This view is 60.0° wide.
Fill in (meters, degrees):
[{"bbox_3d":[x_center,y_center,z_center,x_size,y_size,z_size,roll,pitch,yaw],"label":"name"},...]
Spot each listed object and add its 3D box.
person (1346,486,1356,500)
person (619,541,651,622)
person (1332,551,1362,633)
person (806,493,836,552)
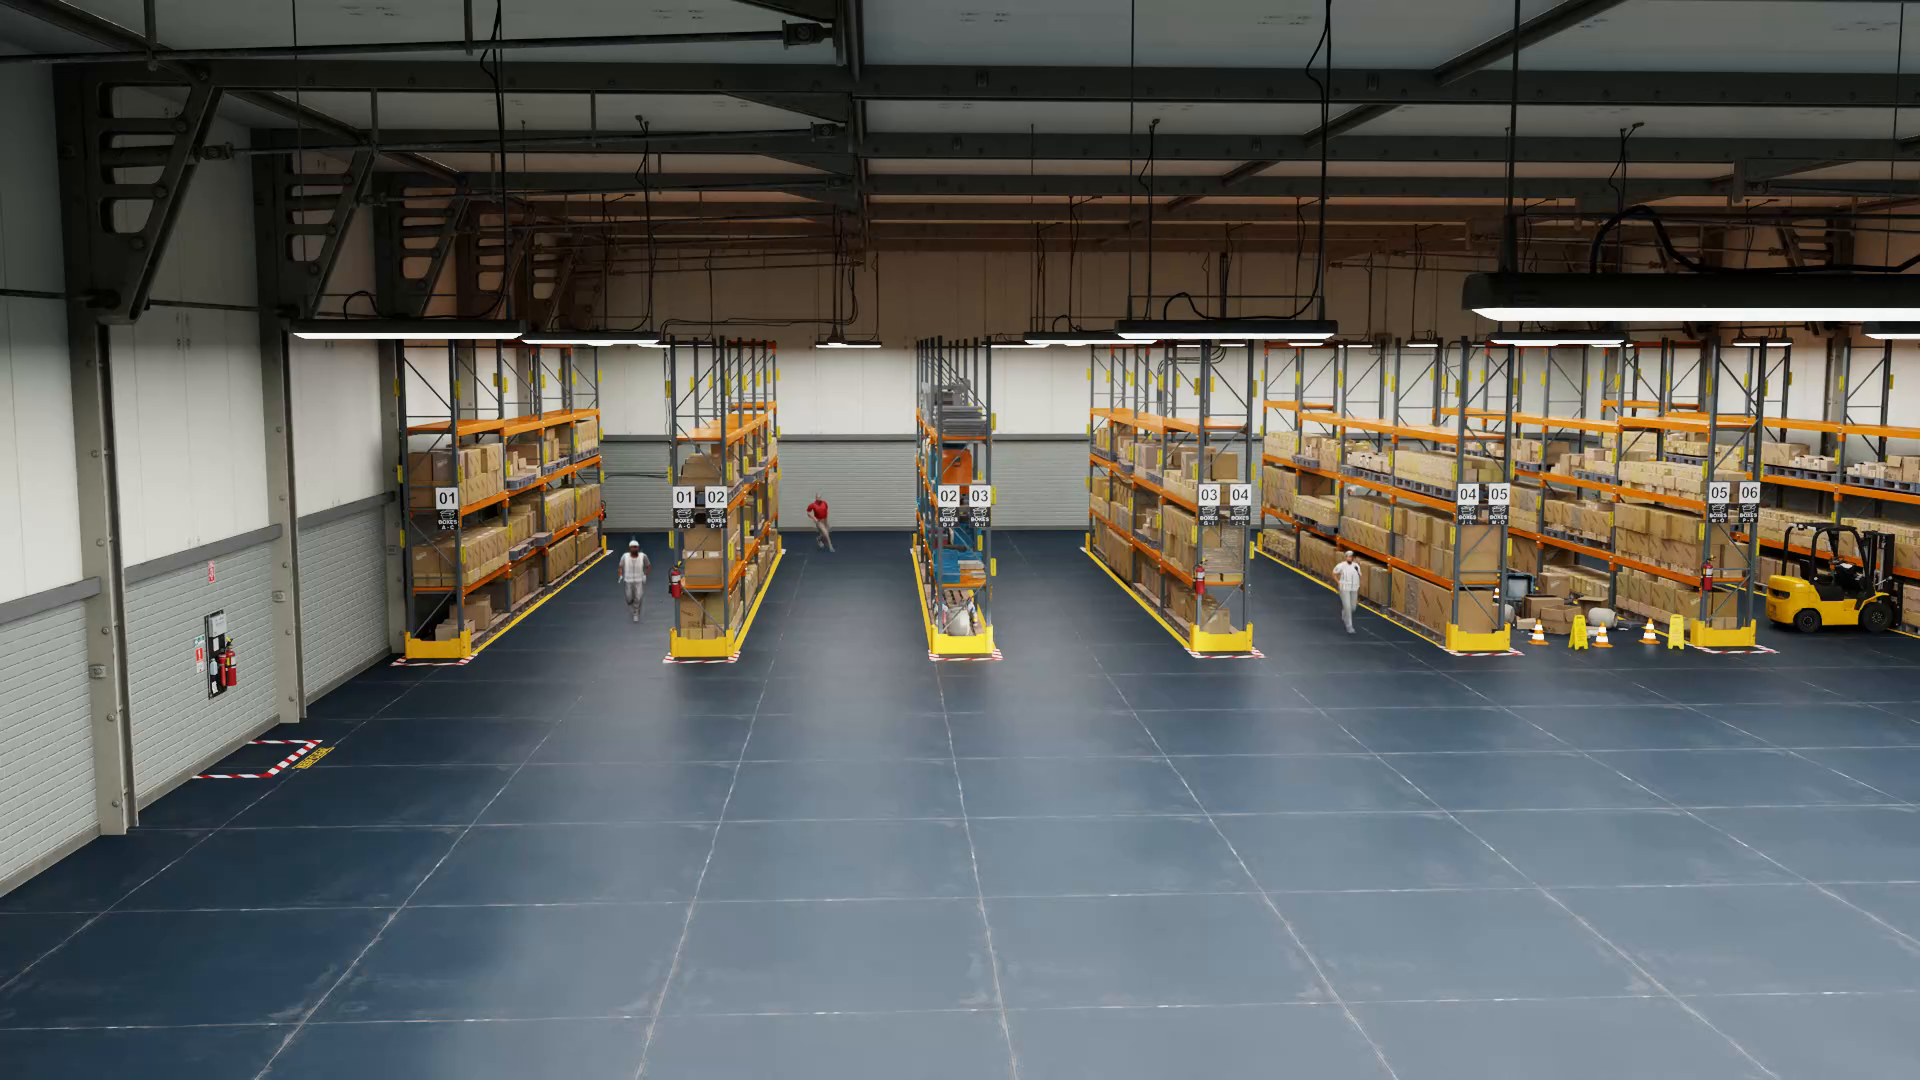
[{"bbox_3d":[11.639,-0.738,49.272,0.638,1.742,0.702,0,6,2],"label":"person"},{"bbox_3d":[-6.907,0.859,35.340,0.668,1.728,0.639,-1,7,-9],"label":"person"},{"bbox_3d":[7.977,1.040,34.215,0.607,1.665,0.830,-1,7,-10],"label":"person"},{"bbox_3d":[-4.032,-0.504,47.639,0.701,1.687,0.885,-6,9,-41],"label":"person"}]
